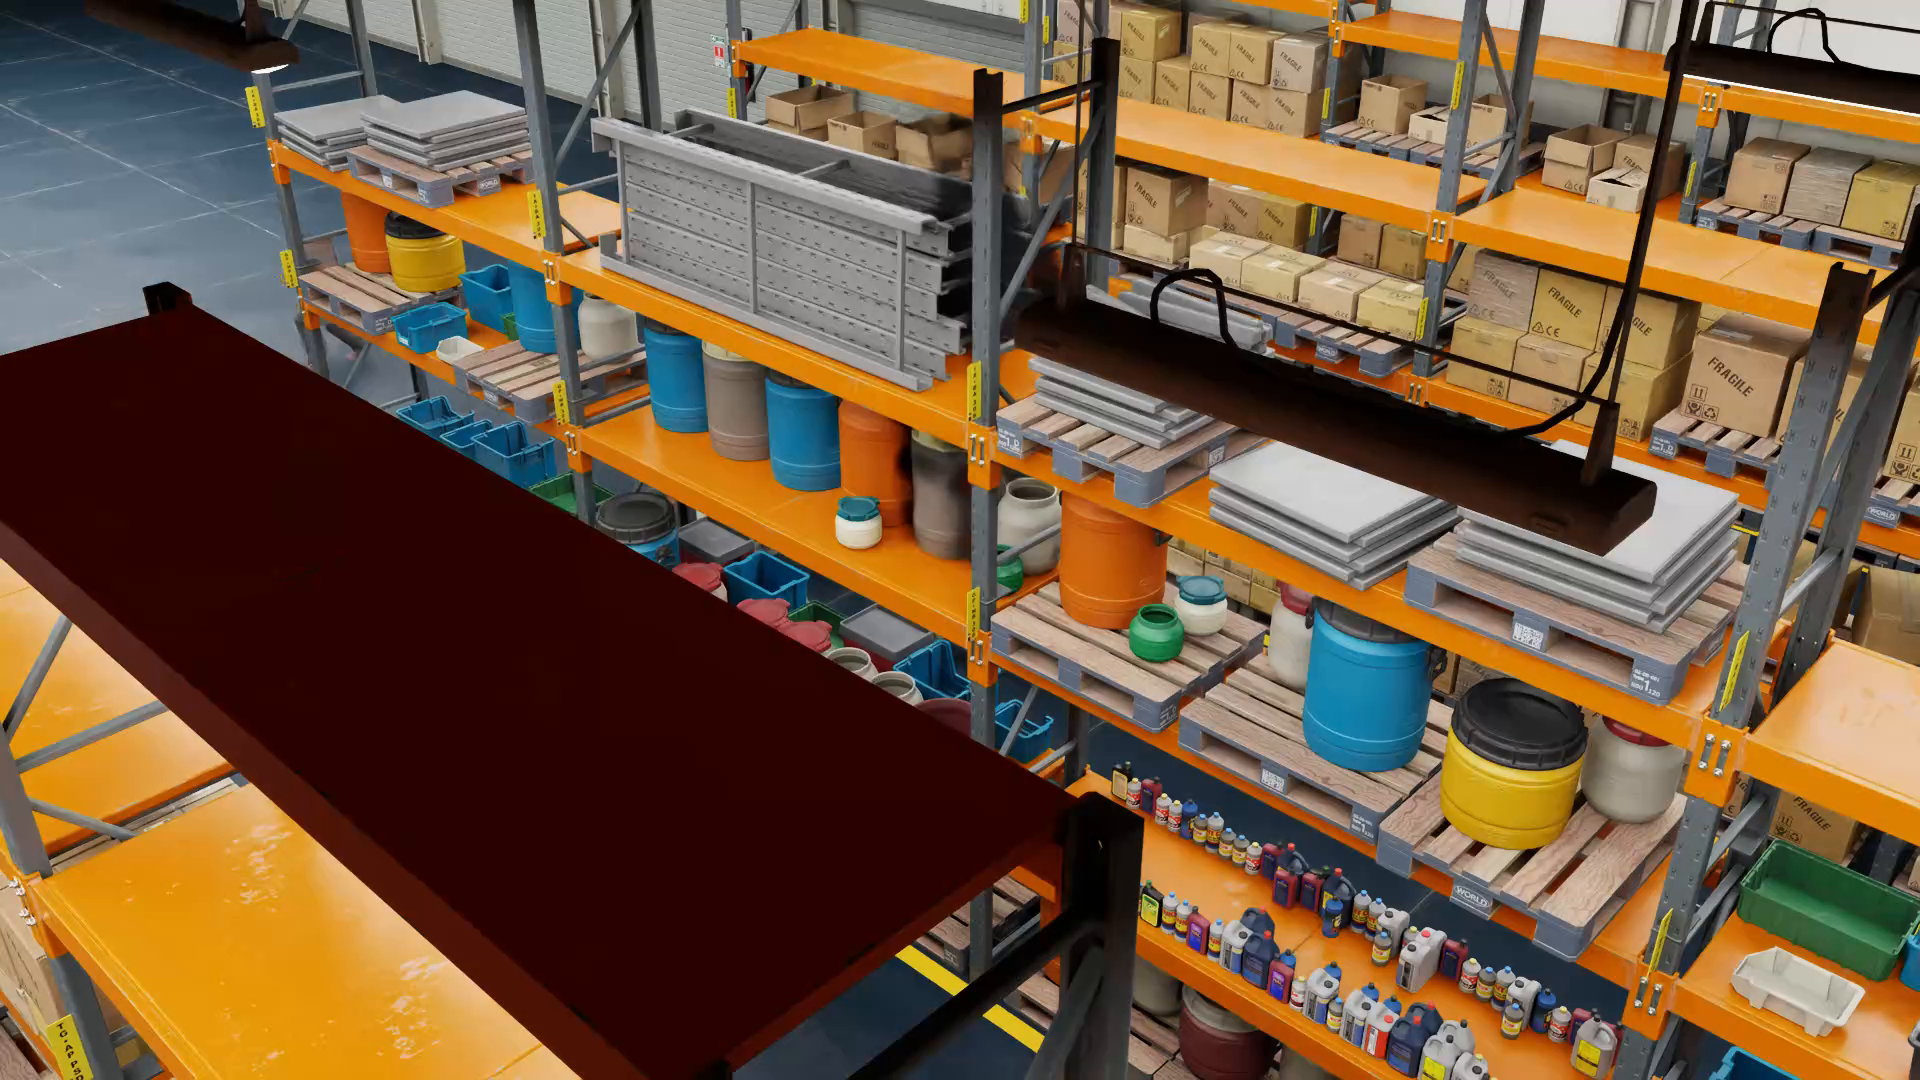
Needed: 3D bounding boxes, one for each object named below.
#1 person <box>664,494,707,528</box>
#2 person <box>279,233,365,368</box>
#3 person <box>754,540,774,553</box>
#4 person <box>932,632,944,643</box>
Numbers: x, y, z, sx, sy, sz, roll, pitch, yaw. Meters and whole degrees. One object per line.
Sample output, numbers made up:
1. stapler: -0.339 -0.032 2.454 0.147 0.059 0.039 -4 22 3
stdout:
1. person: -2.322 -0.145 14.998 0.566 1.520 0.972 -24 37 -35
2. person: -7.530 -2.824 19.599 0.823 1.688 0.599 -8 30 -13
3. person: -2.054 -0.692 15.731 0.658 1.706 0.648 15 33 25
4. person: -0.095 0.174 14.170 0.760 1.733 0.669 17 34 28
